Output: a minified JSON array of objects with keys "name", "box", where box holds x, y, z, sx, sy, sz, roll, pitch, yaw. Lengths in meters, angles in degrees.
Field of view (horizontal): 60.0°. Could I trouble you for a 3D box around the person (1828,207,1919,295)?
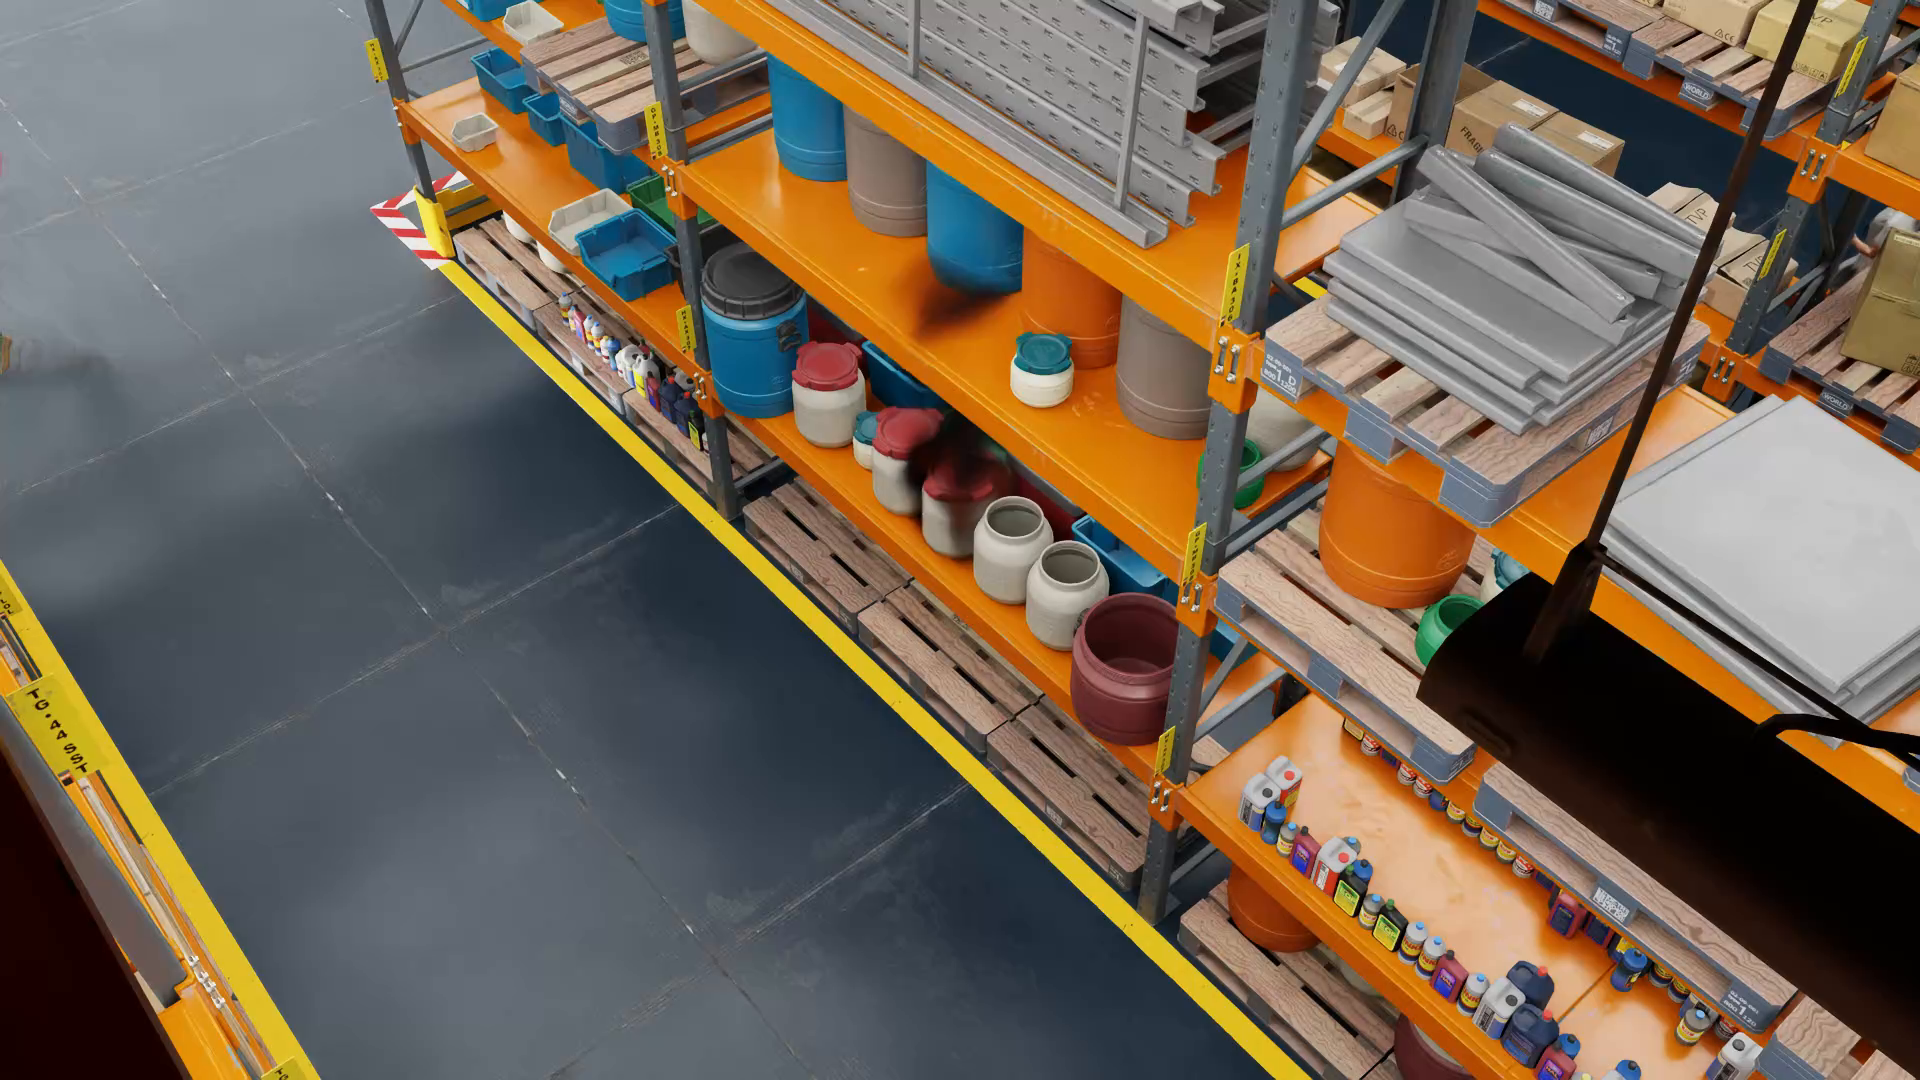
[{"name":"person","box":[6.395,-1.929,11.661,0.561,1.631,0.621,-36,56,-29]}]
